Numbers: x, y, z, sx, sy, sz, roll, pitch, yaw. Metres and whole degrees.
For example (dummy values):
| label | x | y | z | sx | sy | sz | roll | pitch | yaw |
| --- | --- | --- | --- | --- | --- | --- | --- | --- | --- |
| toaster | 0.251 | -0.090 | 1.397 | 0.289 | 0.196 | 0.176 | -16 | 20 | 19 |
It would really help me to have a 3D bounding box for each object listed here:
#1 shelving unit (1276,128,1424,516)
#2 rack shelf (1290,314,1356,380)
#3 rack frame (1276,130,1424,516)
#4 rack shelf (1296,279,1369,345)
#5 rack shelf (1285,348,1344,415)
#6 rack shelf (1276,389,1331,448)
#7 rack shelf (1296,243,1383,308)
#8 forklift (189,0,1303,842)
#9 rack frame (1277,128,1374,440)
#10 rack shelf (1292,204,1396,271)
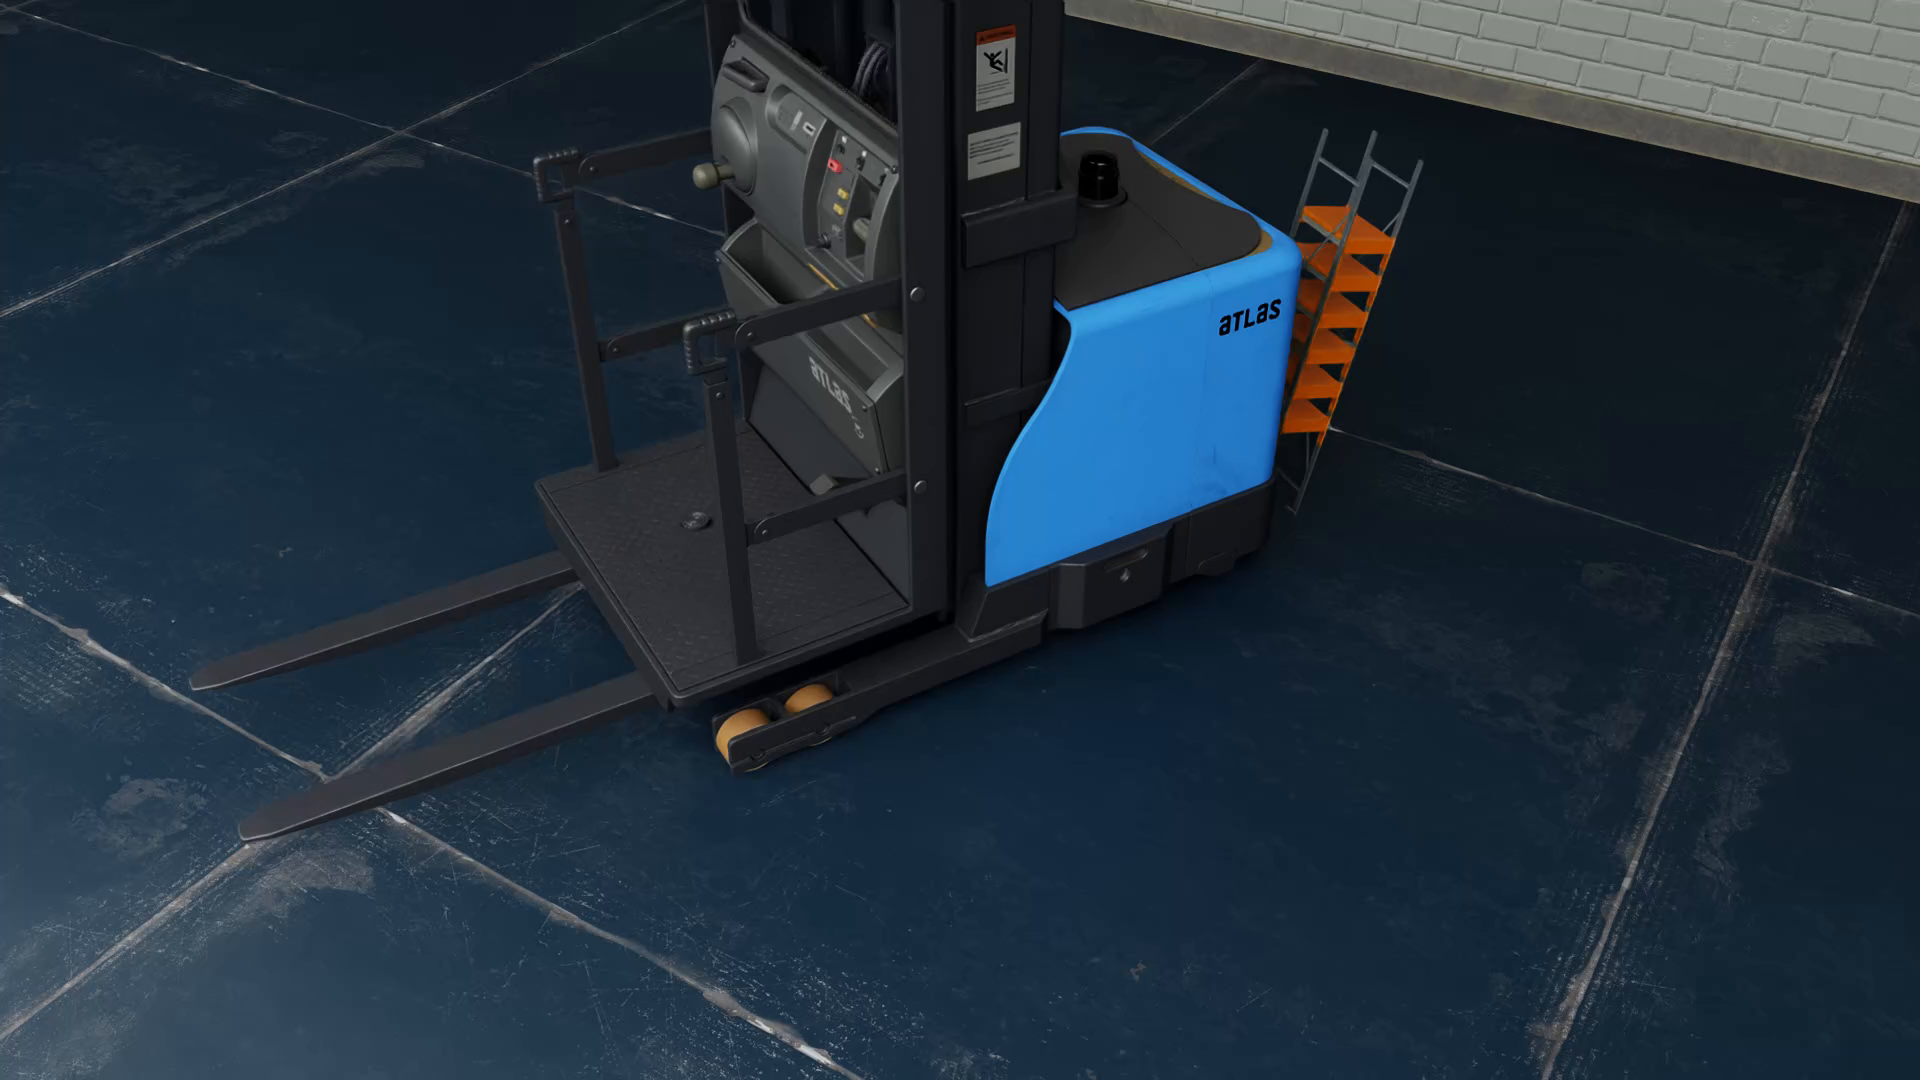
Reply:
| label | x | y | z | sx | sy | sz | roll | pitch | yaw |
| --- | --- | --- | --- | --- | --- | --- | --- | --- | --- |
| shelving unit | 1.067 | -0.635 | 5.080 | 0.189 | 1.200 | 0.258 | -5 | 36 | -27 |
| rack shelf | 1.058 | -0.598 | 5.103 | 0.180 | 0.103 | 0.258 | -5 | 36 | -27 |
| rack frame | 1.148 | -0.642 | 5.122 | 0.006 | 1.200 | 0.240 | -5 | 36 | -27 |
| rack shelf | 1.082 | -0.698 | 5.040 | 0.180 | 0.103 | 0.258 | -5 | 36 | -27 |
| rack shelf | 1.034 | -0.499 | 5.166 | 0.180 | 0.103 | 0.258 | -5 | 36 | -27 |
| rack shelf | 1.011 | -0.399 | 5.229 | 0.180 | 0.103 | 0.258 | -5 | 36 | -27 |
| rack shelf | 1.105 | -0.797 | 4.977 | 0.180 | 0.103 | 0.258 | -5 | 36 | -27 |
| forklift | -0.574 | -0.912 | 4.033 | 3.031 | 2.935 | 1.130 | -20 | 42 | -24 |
| rack frame | 0.985 | -0.628 | 5.038 | 0.006 | 1.200 | 0.240 | -5 | 36 | -27 |
| rack shelf | 1.129 | -0.896 | 4.914 | 0.180 | 0.103 | 0.258 | -5 | 36 | -27 |
